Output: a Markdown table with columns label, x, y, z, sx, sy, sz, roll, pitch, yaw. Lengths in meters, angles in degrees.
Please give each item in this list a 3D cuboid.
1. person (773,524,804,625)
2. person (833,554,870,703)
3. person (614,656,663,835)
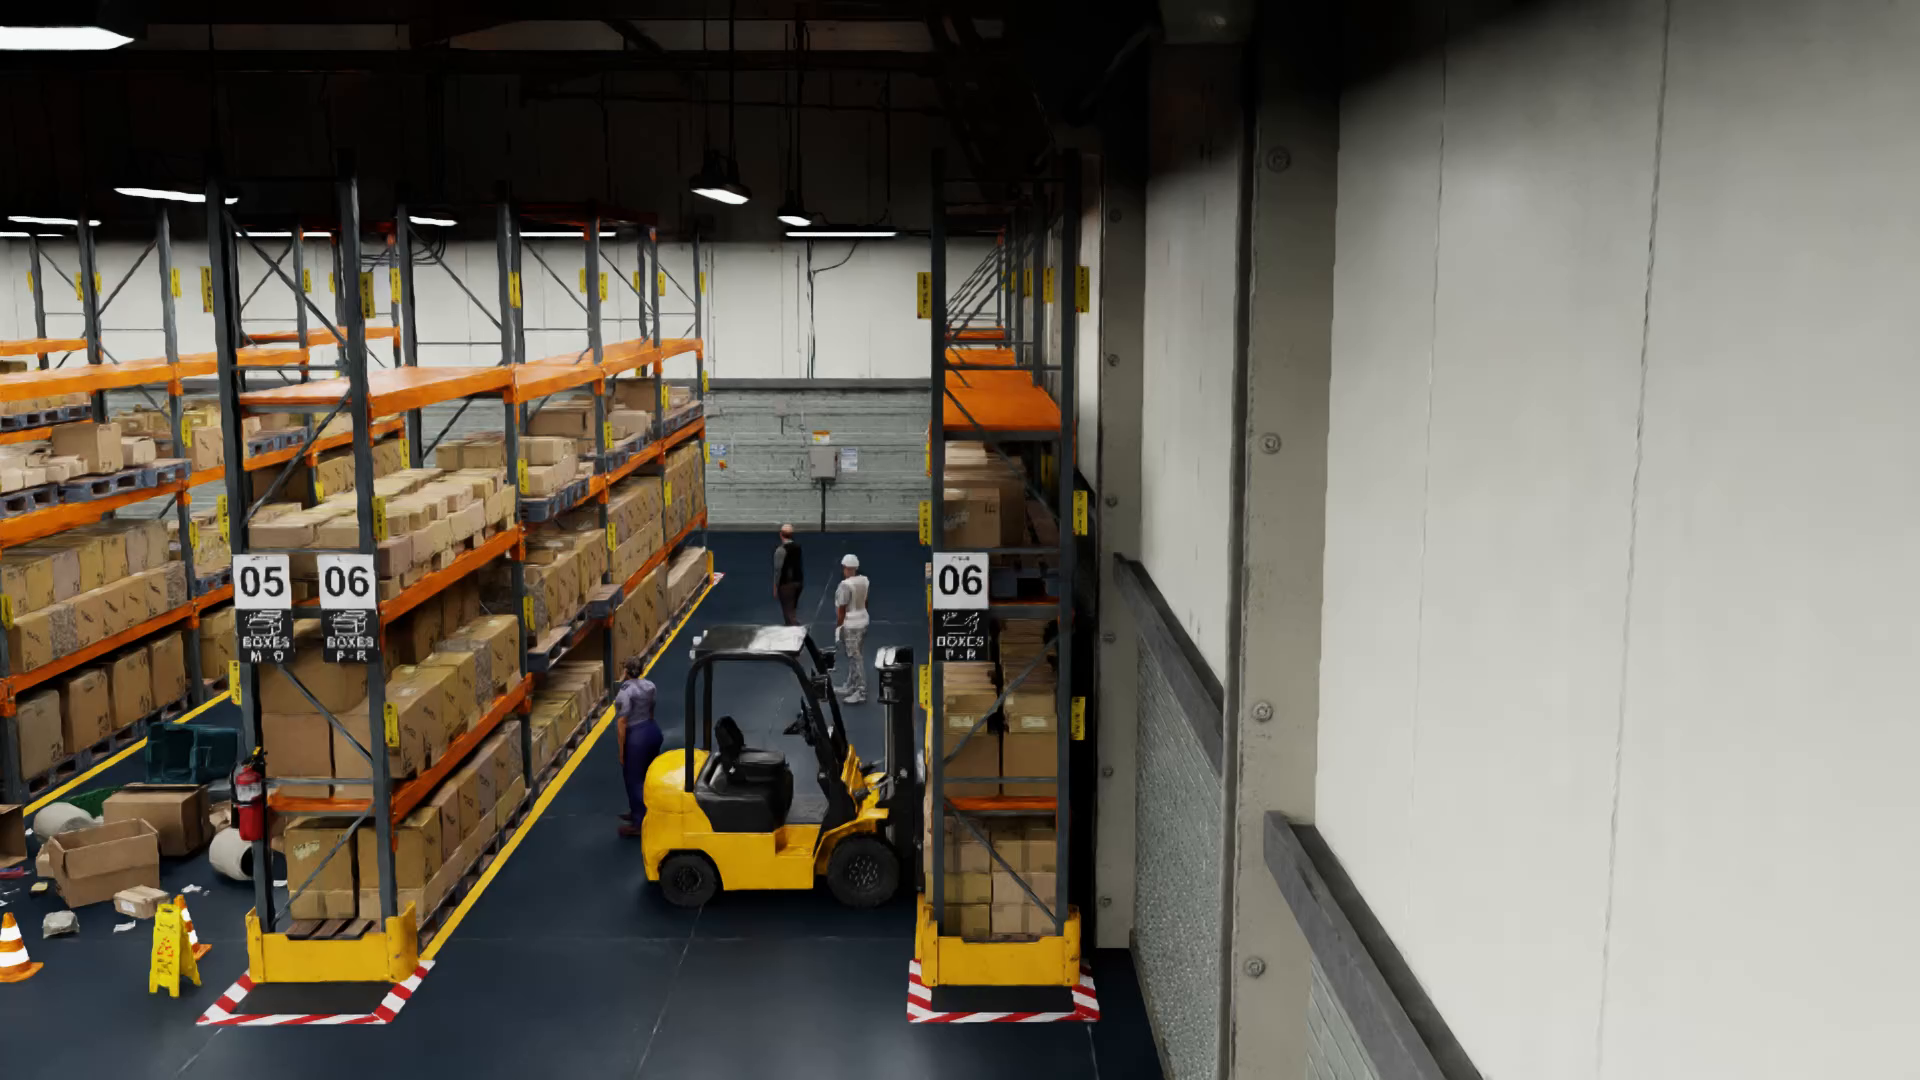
| label | x | y | z | sx | sy | sz | roll | pitch | yaw |
| --- | --- | --- | --- | --- | --- | --- | --- | --- | --- |
| person | -2.407 | 0.624 | 23.069 | 0.586 | 1.718 | 0.640 | 4 | 10 | 25 |
| person | -1.342 | 1.041 | 20.278 | 0.594 | 1.782 | 0.678 | 4 | 10 | 21 |
| person | -3.049 | 1.884 | 15.504 | 0.465 | 1.651 | 0.523 | 5 | 10 | 29 |
